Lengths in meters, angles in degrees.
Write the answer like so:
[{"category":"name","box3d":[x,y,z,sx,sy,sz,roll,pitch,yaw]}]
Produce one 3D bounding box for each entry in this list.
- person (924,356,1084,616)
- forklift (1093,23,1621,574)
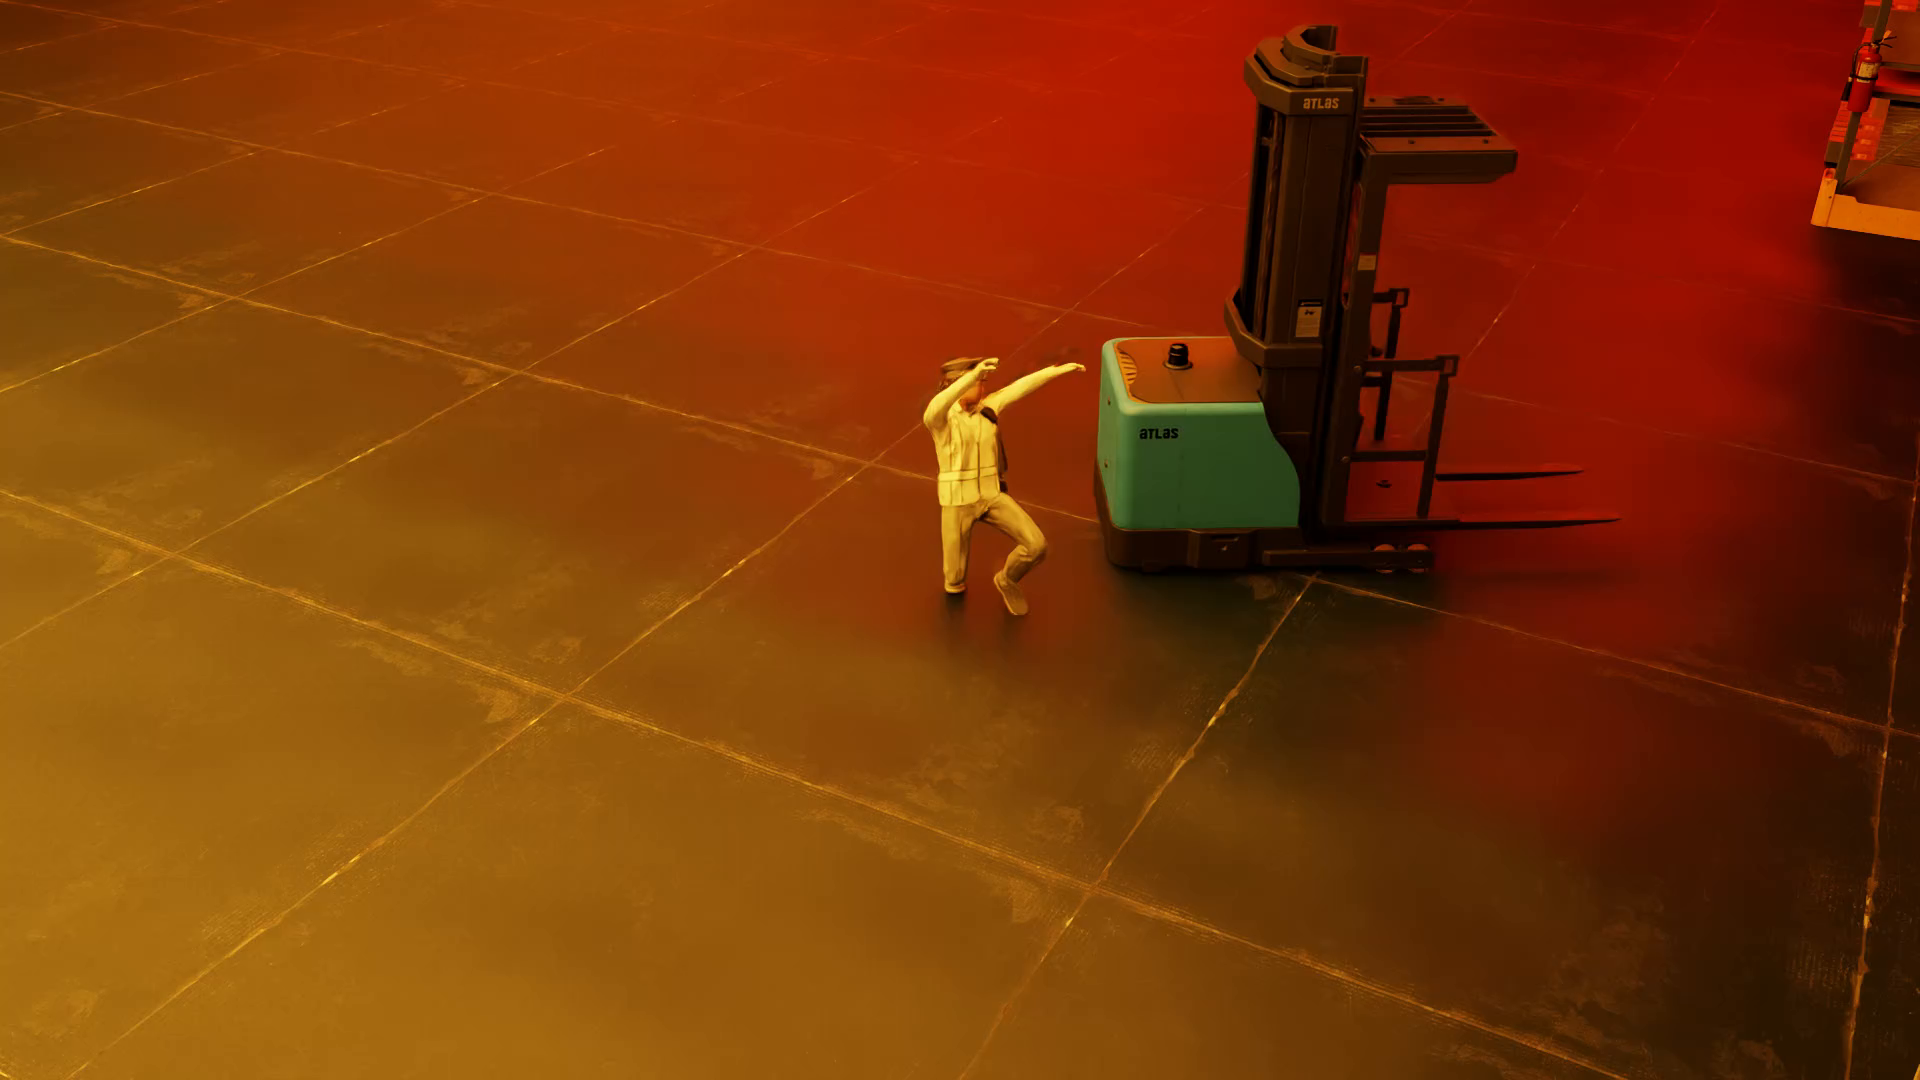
[{"category":"person","box3d":[0.306,-0.348,9.111,1.022,1.541,0.824,-13,32,-21]},{"category":"forklift","box3d":[2.364,-1.340,9.392,3.031,2.935,1.130,-1,30,-2]}]
